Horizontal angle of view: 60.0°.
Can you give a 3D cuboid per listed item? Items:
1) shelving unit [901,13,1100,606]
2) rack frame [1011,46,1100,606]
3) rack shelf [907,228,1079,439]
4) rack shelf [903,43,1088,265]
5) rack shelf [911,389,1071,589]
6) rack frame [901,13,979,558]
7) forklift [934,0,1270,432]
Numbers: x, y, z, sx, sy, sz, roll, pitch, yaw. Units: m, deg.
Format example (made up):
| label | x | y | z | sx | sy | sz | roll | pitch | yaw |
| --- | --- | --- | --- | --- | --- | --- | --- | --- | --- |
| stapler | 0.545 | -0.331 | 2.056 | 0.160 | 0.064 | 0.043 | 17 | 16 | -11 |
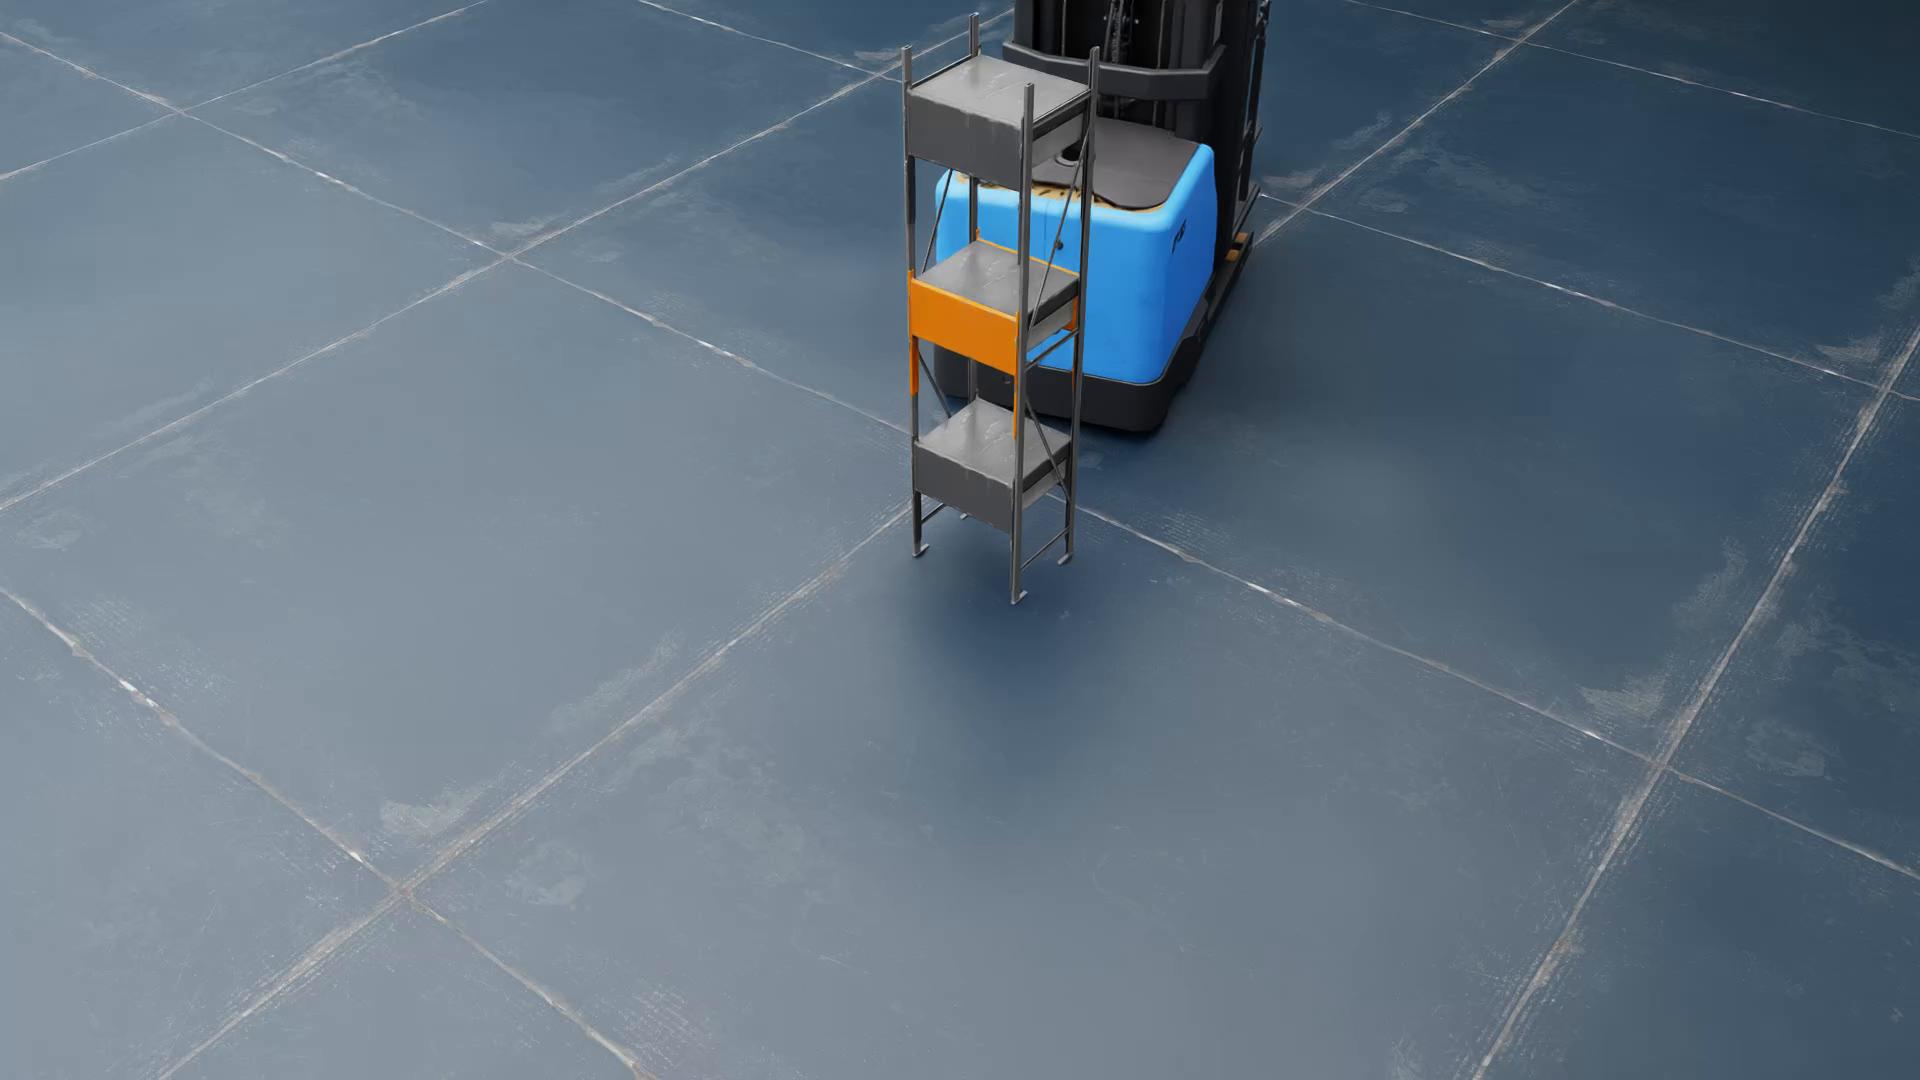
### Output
| label | x | y | z | sx | sy | sz | roll | pitch | yaw |
| --- | --- | --- | --- | --- | --- | --- | --- | --- | --- |
| shelving unit | 0.131 | -0.765 | 6.024 | 0.503 | 2.100 | 0.431 | 25 | 45 | 29 |
| rack frame | 0.325 | -0.673 | 5.907 | 0.015 | 2.100 | 0.400 | 25 | 45 | 29 |
| rack shelf | 0.131 | -0.754 | 6.032 | 0.480 | 0.518 | 0.431 | 25 | 45 | 29 |
| rack shelf | 0.131 | -1.305 | 5.600 | 0.480 | 0.518 | 0.431 | 25 | 45 | 29 |
| rack shelf | 0.131 | -0.203 | 6.463 | 0.480 | 0.518 | 0.431 | 25 | 45 | 29 |
| rack frame | -0.062 | -0.856 | 6.140 | 0.015 | 2.100 | 0.400 | 25 | 45 | 29 |
| forklift | 0.867 | -2.537 | 7.613 | 1.130 | 2.935 | 3.031 | 13 | 40 | 16 |
